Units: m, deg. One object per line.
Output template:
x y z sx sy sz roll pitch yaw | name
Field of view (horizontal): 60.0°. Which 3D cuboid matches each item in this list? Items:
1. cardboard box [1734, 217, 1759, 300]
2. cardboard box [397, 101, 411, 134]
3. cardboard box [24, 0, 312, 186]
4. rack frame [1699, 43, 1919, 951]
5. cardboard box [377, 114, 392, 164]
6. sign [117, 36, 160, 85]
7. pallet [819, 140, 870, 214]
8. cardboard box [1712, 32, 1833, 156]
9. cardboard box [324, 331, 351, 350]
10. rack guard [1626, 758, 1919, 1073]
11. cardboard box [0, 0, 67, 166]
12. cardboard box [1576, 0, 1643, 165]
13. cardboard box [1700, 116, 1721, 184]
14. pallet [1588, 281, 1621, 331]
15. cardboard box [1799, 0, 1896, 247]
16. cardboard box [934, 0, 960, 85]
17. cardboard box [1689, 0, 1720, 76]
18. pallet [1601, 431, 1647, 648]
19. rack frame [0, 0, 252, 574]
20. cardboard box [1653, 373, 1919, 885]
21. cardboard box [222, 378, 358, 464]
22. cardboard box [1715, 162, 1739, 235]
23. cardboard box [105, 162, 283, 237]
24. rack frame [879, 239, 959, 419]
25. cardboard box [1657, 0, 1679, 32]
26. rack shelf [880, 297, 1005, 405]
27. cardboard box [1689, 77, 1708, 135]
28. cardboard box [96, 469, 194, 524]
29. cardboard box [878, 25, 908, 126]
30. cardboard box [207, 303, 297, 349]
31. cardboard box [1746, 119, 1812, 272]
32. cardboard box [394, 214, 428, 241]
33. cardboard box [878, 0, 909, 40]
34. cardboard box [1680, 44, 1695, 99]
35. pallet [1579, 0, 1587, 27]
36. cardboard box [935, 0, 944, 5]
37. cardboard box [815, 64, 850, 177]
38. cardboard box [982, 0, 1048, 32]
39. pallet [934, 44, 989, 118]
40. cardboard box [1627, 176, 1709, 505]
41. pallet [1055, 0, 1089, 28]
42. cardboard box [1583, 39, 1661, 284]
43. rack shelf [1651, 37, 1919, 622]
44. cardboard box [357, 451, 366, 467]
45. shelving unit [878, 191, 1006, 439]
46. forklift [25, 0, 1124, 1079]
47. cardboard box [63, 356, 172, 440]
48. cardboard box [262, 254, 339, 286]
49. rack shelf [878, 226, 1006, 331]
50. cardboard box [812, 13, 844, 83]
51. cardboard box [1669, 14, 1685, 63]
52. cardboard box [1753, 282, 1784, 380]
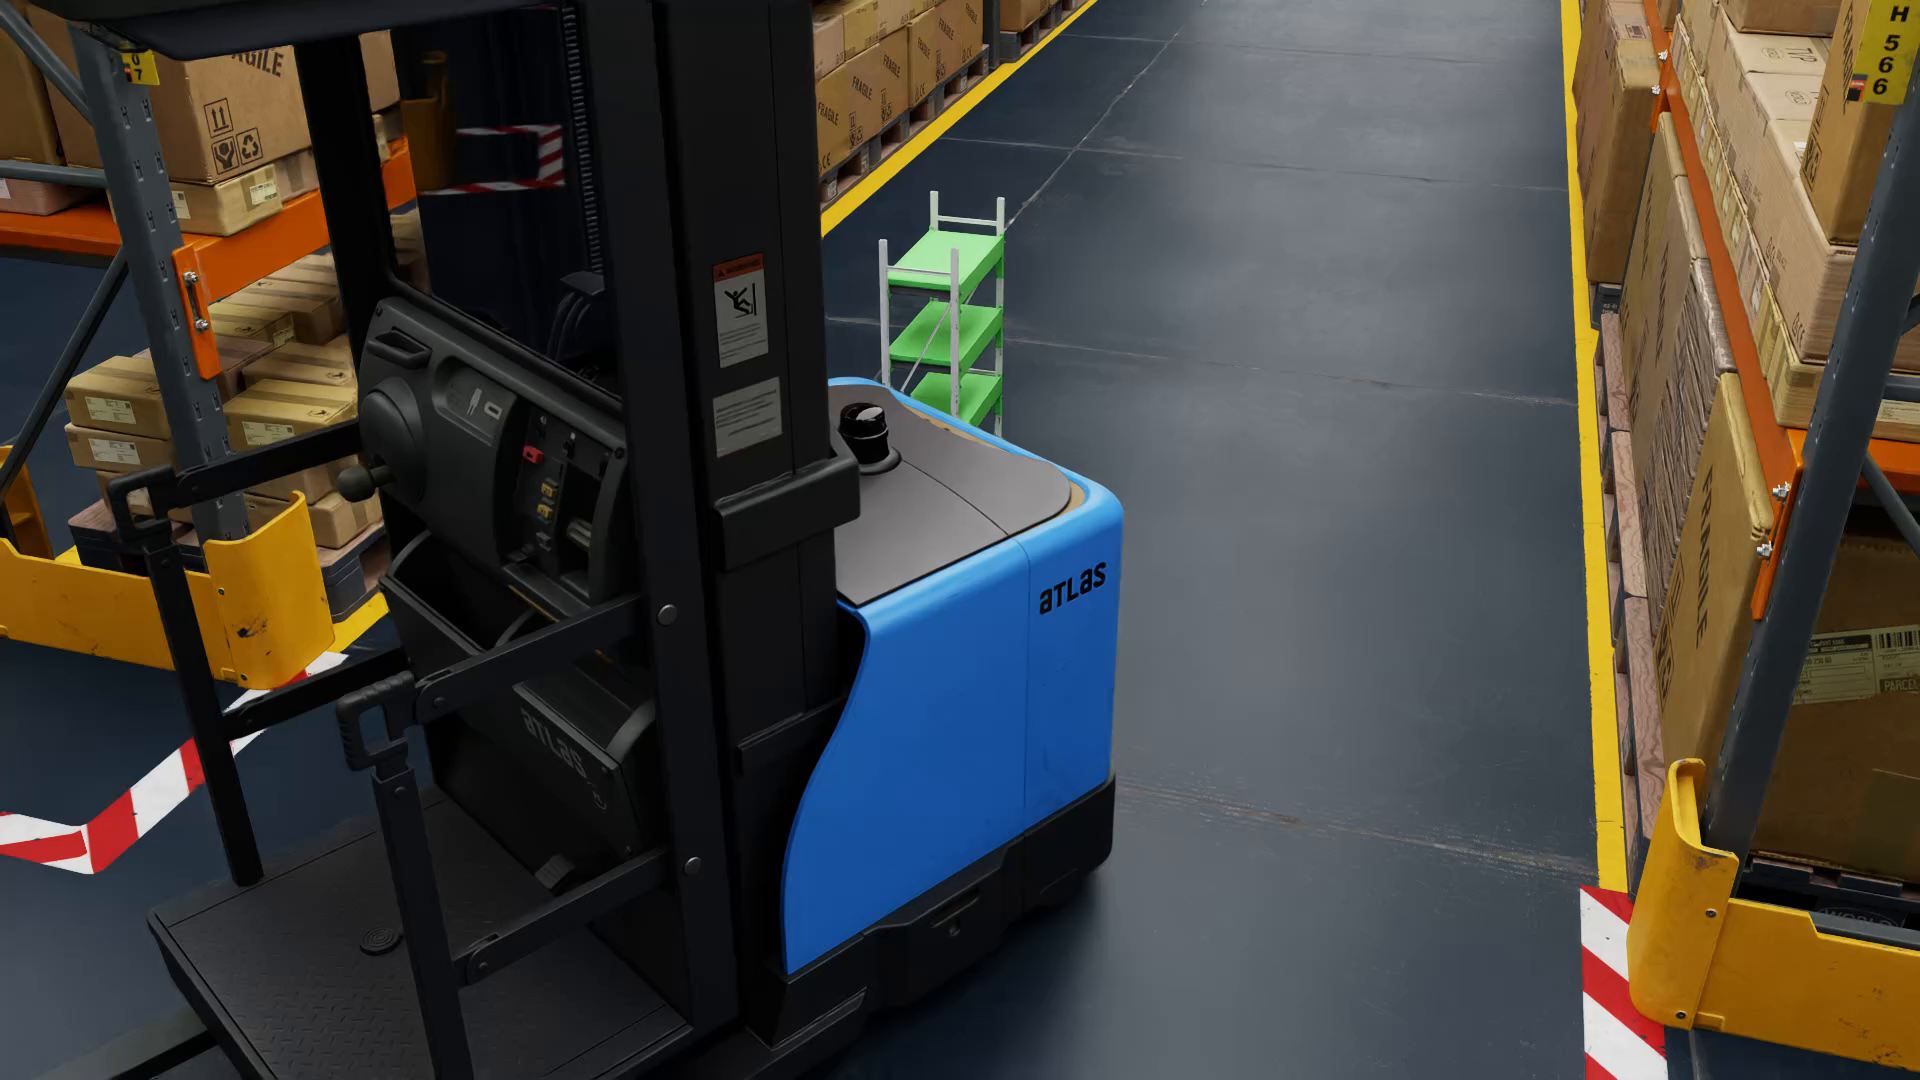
2.162 -0.685 4.154 0.380 0.149 0.250 9 30 16 | cardboard box
-1.942 -1.481 5.585 0.380 0.149 0.250 8 30 14 | cardboard box
-2.168 -1.326 4.639 0.500 0.500 0.500 10 31 17 | cardboard box
2.148 -0.228 3.074 1.000 3.000 0.127 8 30 15 | rack frame
-1.990 -1.218 5.113 0.380 0.149 0.250 8 30 13 | cardboard box
-2.045 -1.284 4.082 0.100 0.325 0.005 8 30 15 | sign
-1.163 -1.985 9.101 1.003 0.211 1.213 8 30 15 | pallet
2.484 -1.270 4.796 0.500 0.250 0.500 9 30 15 | cardboard box
-1.923 -0.620 5.667 0.380 0.149 0.250 8 30 15 | cardboard box
2.141 0.875 3.662 1.175 0.500 0.348 8 30 15 | rack guard
-2.678 -1.402 4.776 0.500 0.500 0.500 9 30 16 | cardboard box
4.005 -2.470 8.858 1.225 0.875 0.875 9 30 15 | cardboard box
2.461 -1.163 5.013 0.380 0.149 0.250 8 30 13 | cardboard box
3.477 -1.238 7.758 1.003 0.211 1.213 8 30 15 | pallet
2.040 -0.884 3.331 0.500 0.500 0.500 9 30 15 | cardboard box
-0.315 -3.208 10.570 0.500 0.500 0.500 10 31 17 | cardboard box
2.783 -1.740 5.641 0.500 0.250 0.500 8 30 15 | cardboard box
2.668 0.043 5.456 1.003 0.211 1.213 8 30 15 | pallet
-2.564 -0.983 4.431 1.000 3.000 0.127 8 30 15 | rack frame
2.259 0.208 4.044 0.875 0.875 0.875 8 30 15 | cardboard box
-2.085 -0.375 5.228 0.380 0.149 0.250 7 30 13 | cardboard box
2.312 -0.926 4.588 0.380 0.149 0.250 9 30 15 | cardboard box
-2.155 -0.977 4.679 0.380 0.149 0.250 8 30 14 | cardboard box
-0.120 -0.334 5.116 0.240 1.200 0.015 8 30 15 | rack frame
3.198 -2.387 6.852 0.500 0.500 0.500 9 30 15 | cardboard box
-0.049 -0.601 5.234 0.258 0.148 0.480 8 30 15 | rack shelf
2.613 -1.401 5.442 0.380 0.149 0.250 8 30 14 | cardboard box
-2.609 -0.195 5.515 0.380 0.149 0.250 9 30 16 | cardboard box
-0.625 -2.730 9.711 0.500 0.500 0.500 9 30 16 | cardboard box
-2.567 -0.710 5.829 0.380 0.149 0.250 8 30 14 | cardboard box
2.186 -0.791 3.935 0.500 0.250 0.500 8 30 14 | cardboard box
-2.172 -1.186 6.685 0.380 0.149 0.250 9 30 15 | cardboard box
-0.612 -3.050 9.516 0.500 0.250 0.500 10 31 17 | cardboard box
2.764 -1.643 5.876 0.380 0.149 0.250 9 30 17 | cardboard box
5.443 -4.224 13.126 1.003 0.211 1.213 8 30 15 | pallet
-0.303 -3.528 10.374 0.500 0.250 0.500 9 30 16 | cardboard box
-0.919 -2.238 8.828 0.500 0.500 0.500 10 31 17 | cardboard box
0.049 -4.171 12.045 1.050 0.750 0.750 8 30 14 | cardboard box
-0.446 -3.119 11.140 1.003 0.211 1.213 8 30 15 | pallet
2.788 -0.628 5.548 0.875 0.875 0.875 8 30 15 | cardboard box
0.448 -4.403 13.447 1.003 0.211 1.213 8 30 15 | pallet
3.491 -1.642 7.370 1.225 0.875 0.875 9 30 15 | cardboard box
2.735 -0.843 4.920 1.077 0.370 4.000 8 30 15 | rack shelf
-2.030 -0.377 5.536 0.380 0.149 0.250 8 30 15 | cardboard box
-0.049 -0.447 5.320 0.258 1.200 0.503 8 30 15 | shelving unit
-1.039 -0.131 2.970 3.031 2.935 1.130 -24 37 -36 | forklift
-2.651 -0.463 5.385 0.380 0.149 0.250 9 30 15 | cardboard box
-2.405 -0.954 6.268 0.380 0.149 0.250 10 31 17 | cardboard box
-0.049 -0.811 5.118 0.258 0.148 0.480 8 30 15 | rack shelf
-0.920 -2.566 8.645 0.500 0.250 0.500 7 30 13 | cardboard box
2.917 -1.887 6.315 0.380 0.149 0.250 9 30 15 | cardboard box
2.013 -0.452 3.735 0.380 0.149 0.250 9 30 15 | cardboard box
